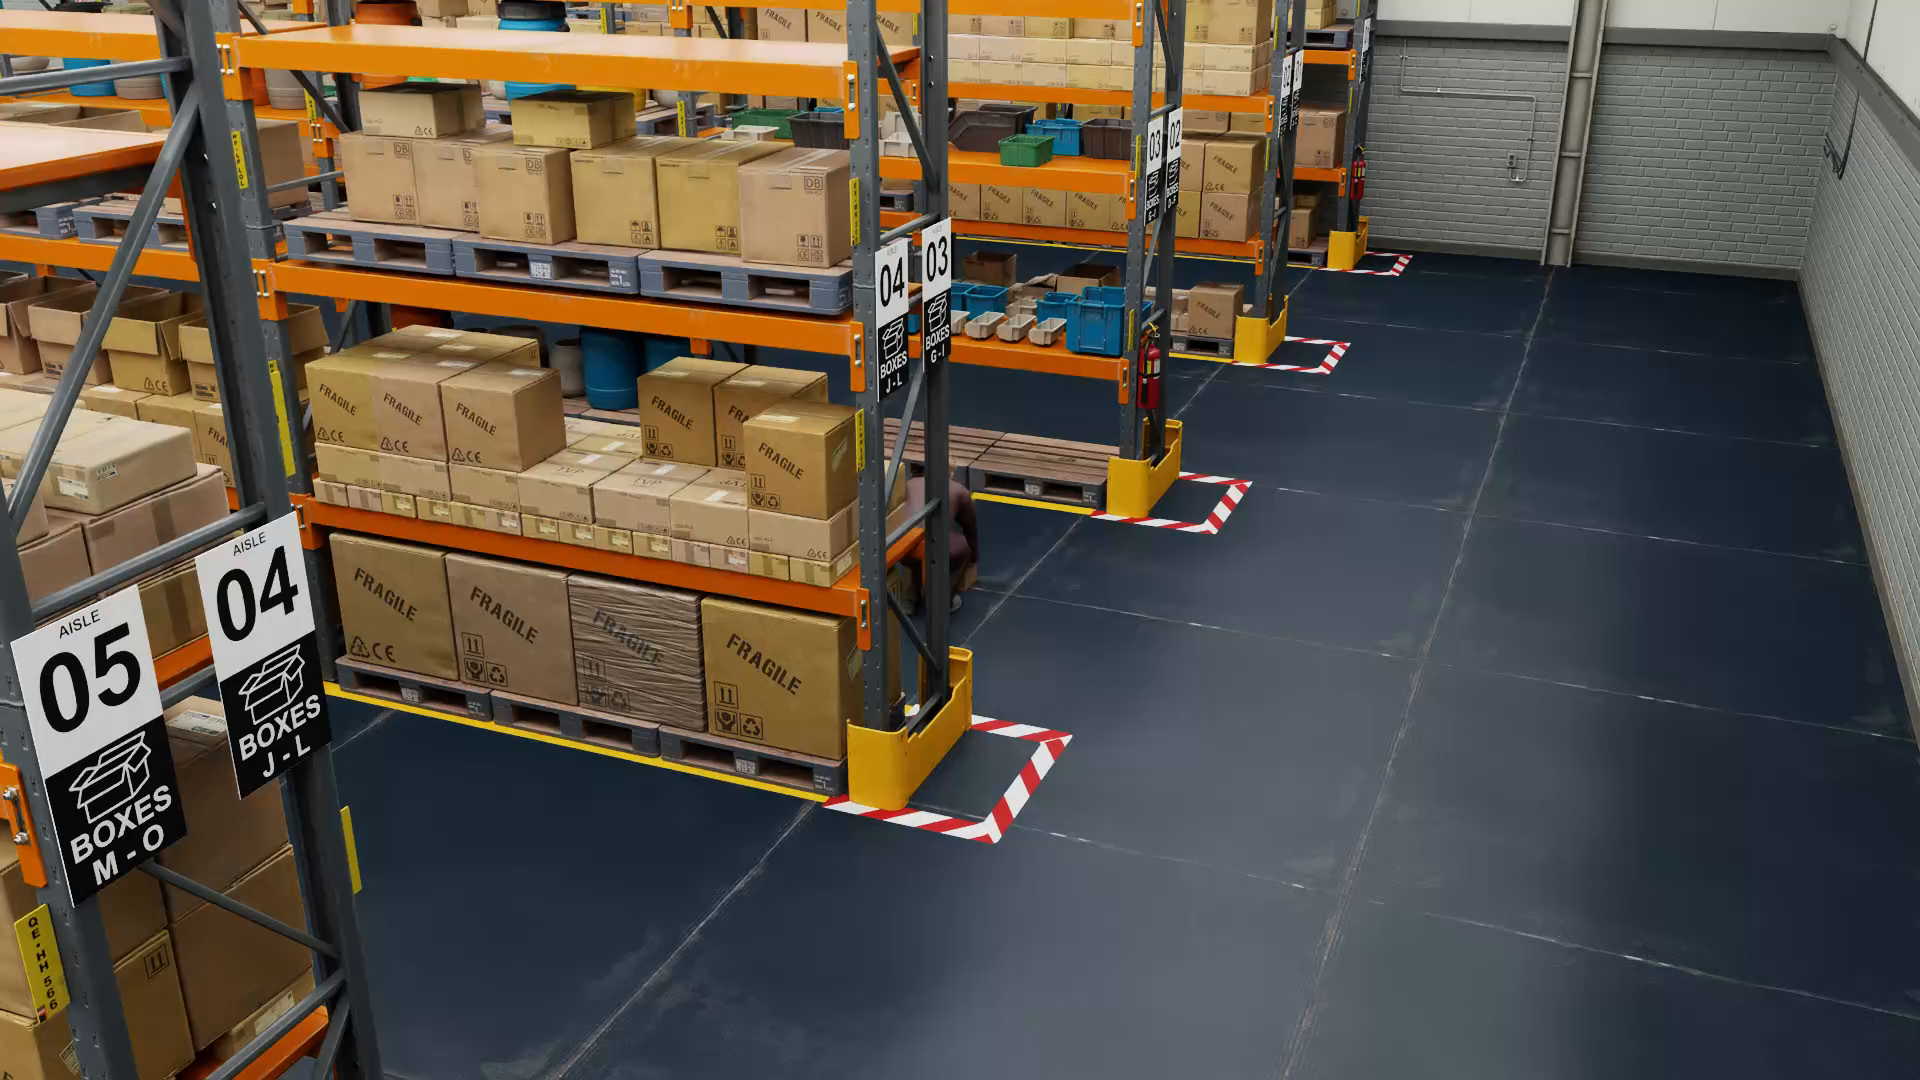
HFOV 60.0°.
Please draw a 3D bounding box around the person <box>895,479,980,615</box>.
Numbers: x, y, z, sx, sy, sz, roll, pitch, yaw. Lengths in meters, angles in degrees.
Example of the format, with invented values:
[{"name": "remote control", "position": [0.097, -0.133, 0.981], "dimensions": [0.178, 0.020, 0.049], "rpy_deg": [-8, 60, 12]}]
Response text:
[{"name": "person", "position": [-0.162, 0.095, 12.084], "dimensions": [0.586, 0.888, 0.905], "rpy_deg": [8, 24, 20]}]
